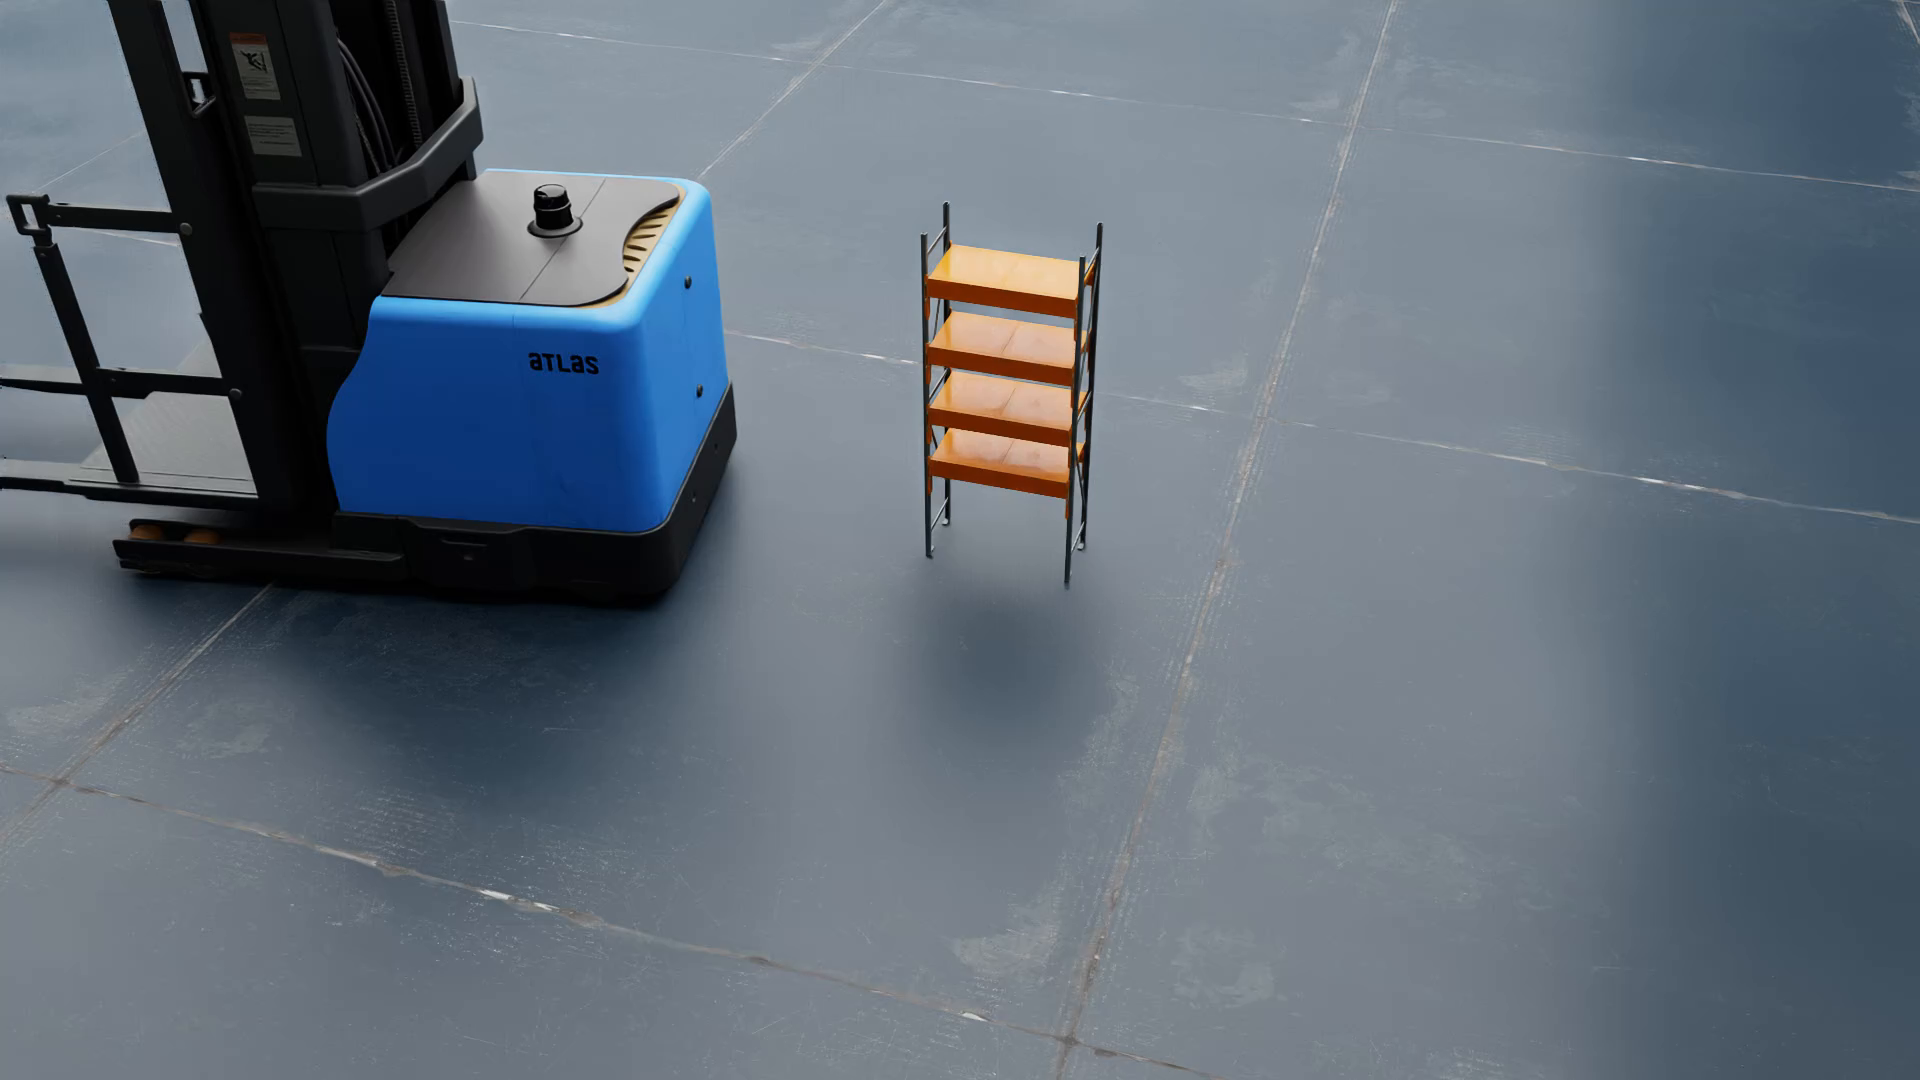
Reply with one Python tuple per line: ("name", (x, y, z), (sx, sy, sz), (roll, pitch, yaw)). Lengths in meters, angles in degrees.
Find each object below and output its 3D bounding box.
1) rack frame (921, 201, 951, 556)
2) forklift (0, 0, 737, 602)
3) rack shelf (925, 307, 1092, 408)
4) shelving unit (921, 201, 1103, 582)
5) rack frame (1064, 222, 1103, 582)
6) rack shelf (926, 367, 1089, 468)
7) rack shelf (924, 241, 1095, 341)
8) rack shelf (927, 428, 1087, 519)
("rack frame", (-0.075, -0.497, 5.413), (0.015, 1.200, 0.240), (10, 38, 14))
("forklift", (-2.379, -1.357, 5.121), (3.031, 2.935, 1.130), (4, 37, 6))
("rack shelf", (0.158, -0.580, 5.262), (0.480, 0.148, 0.258), (10, 38, 14))
("shelving unit", (0.158, -0.454, 5.355), (0.503, 1.200, 0.258), (10, 38, 14))
("rack frame", (0.391, -0.411, 5.296), (0.015, 1.200, 0.240), (10, 38, 14))
("rack shelf", (0.158, -0.400, 5.394), (0.480, 0.148, 0.258), (10, 38, 14))
("rack shelf", (0.158, -0.770, 5.122), (0.480, 0.148, 0.258), (10, 38, 14))
("rack shelf", (0.158, -0.240, 5.512), (0.480, 0.148, 0.258), (10, 38, 14))
